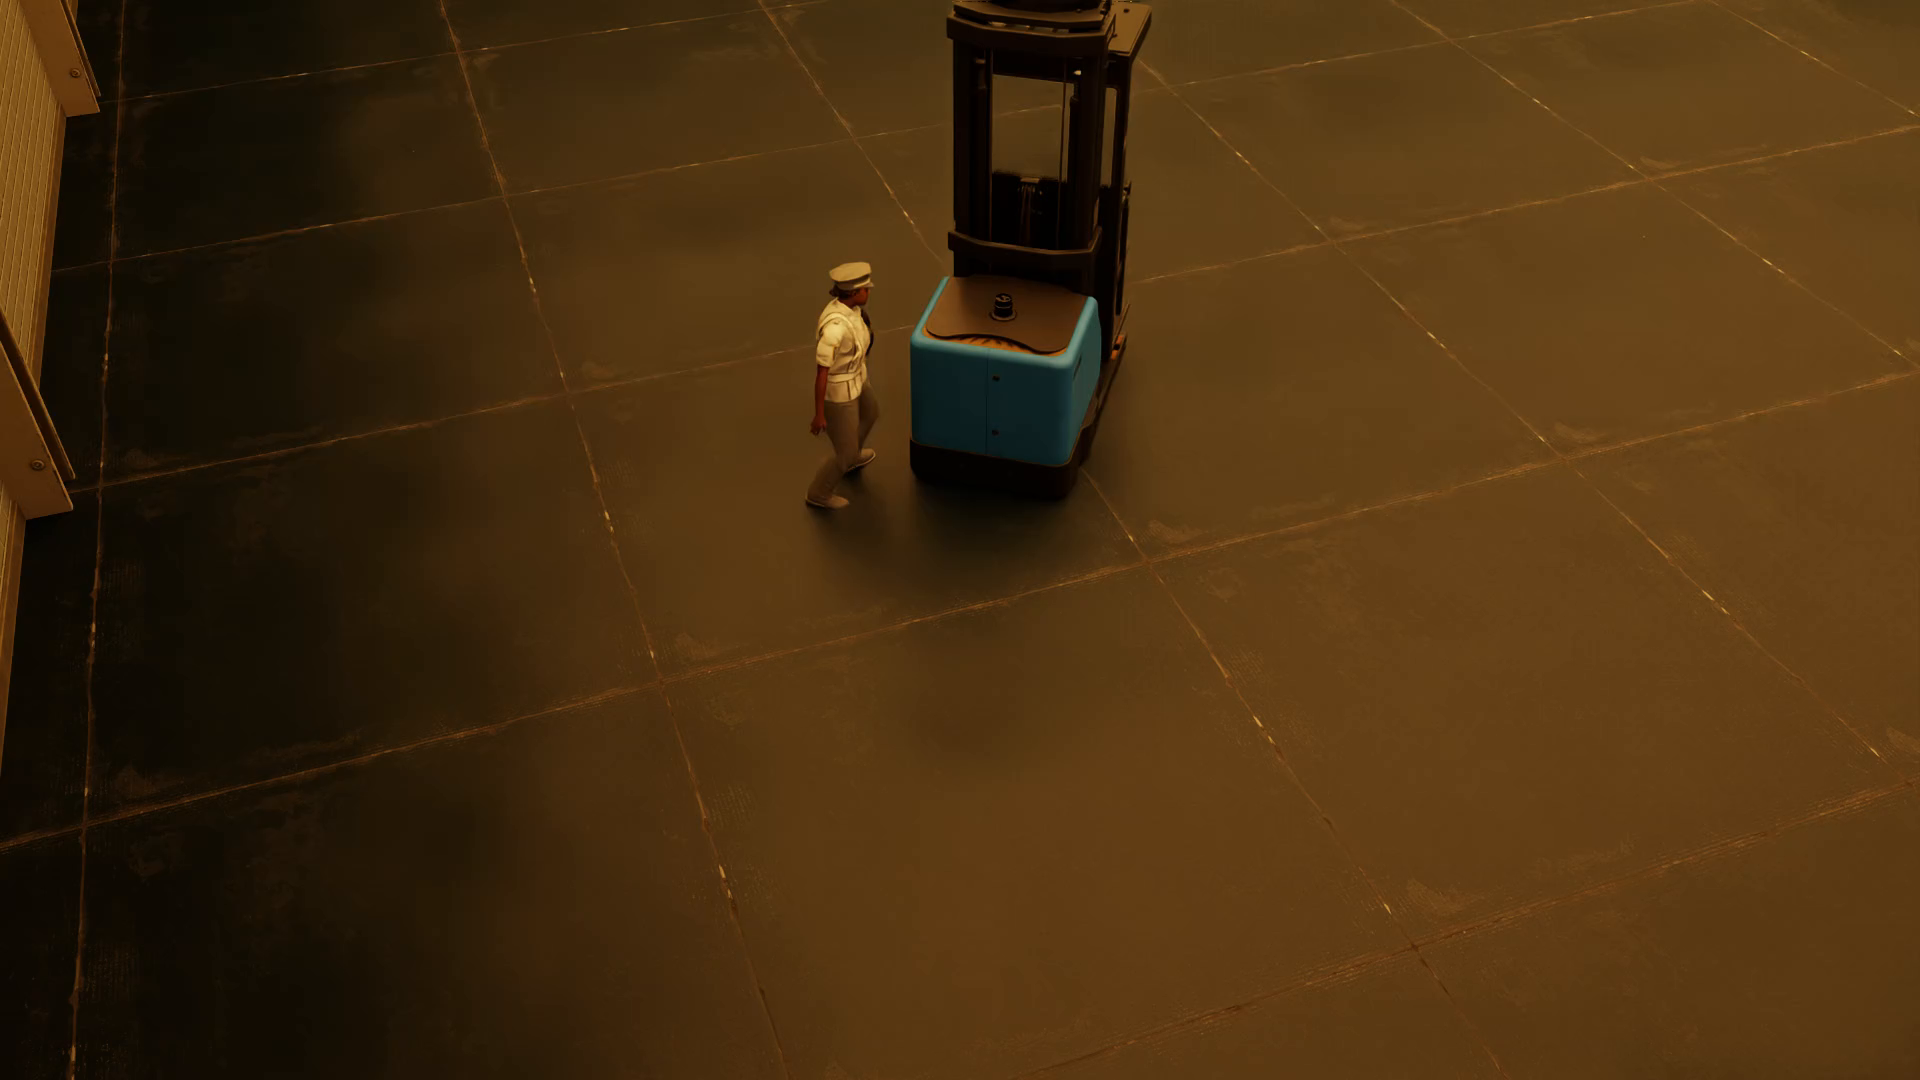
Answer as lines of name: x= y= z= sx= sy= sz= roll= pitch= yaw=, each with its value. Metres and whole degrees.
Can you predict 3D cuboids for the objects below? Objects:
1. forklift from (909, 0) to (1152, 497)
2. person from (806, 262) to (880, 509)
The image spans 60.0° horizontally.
forklift: x=0.560 y=-2.351 z=10.797 sx=1.130 sy=2.935 sz=3.031 roll=10 pitch=41 yaw=12
person: x=-0.735 y=-0.923 z=10.155 sx=0.436 sy=1.638 sz=0.812 roll=7 pitch=41 yaw=8
